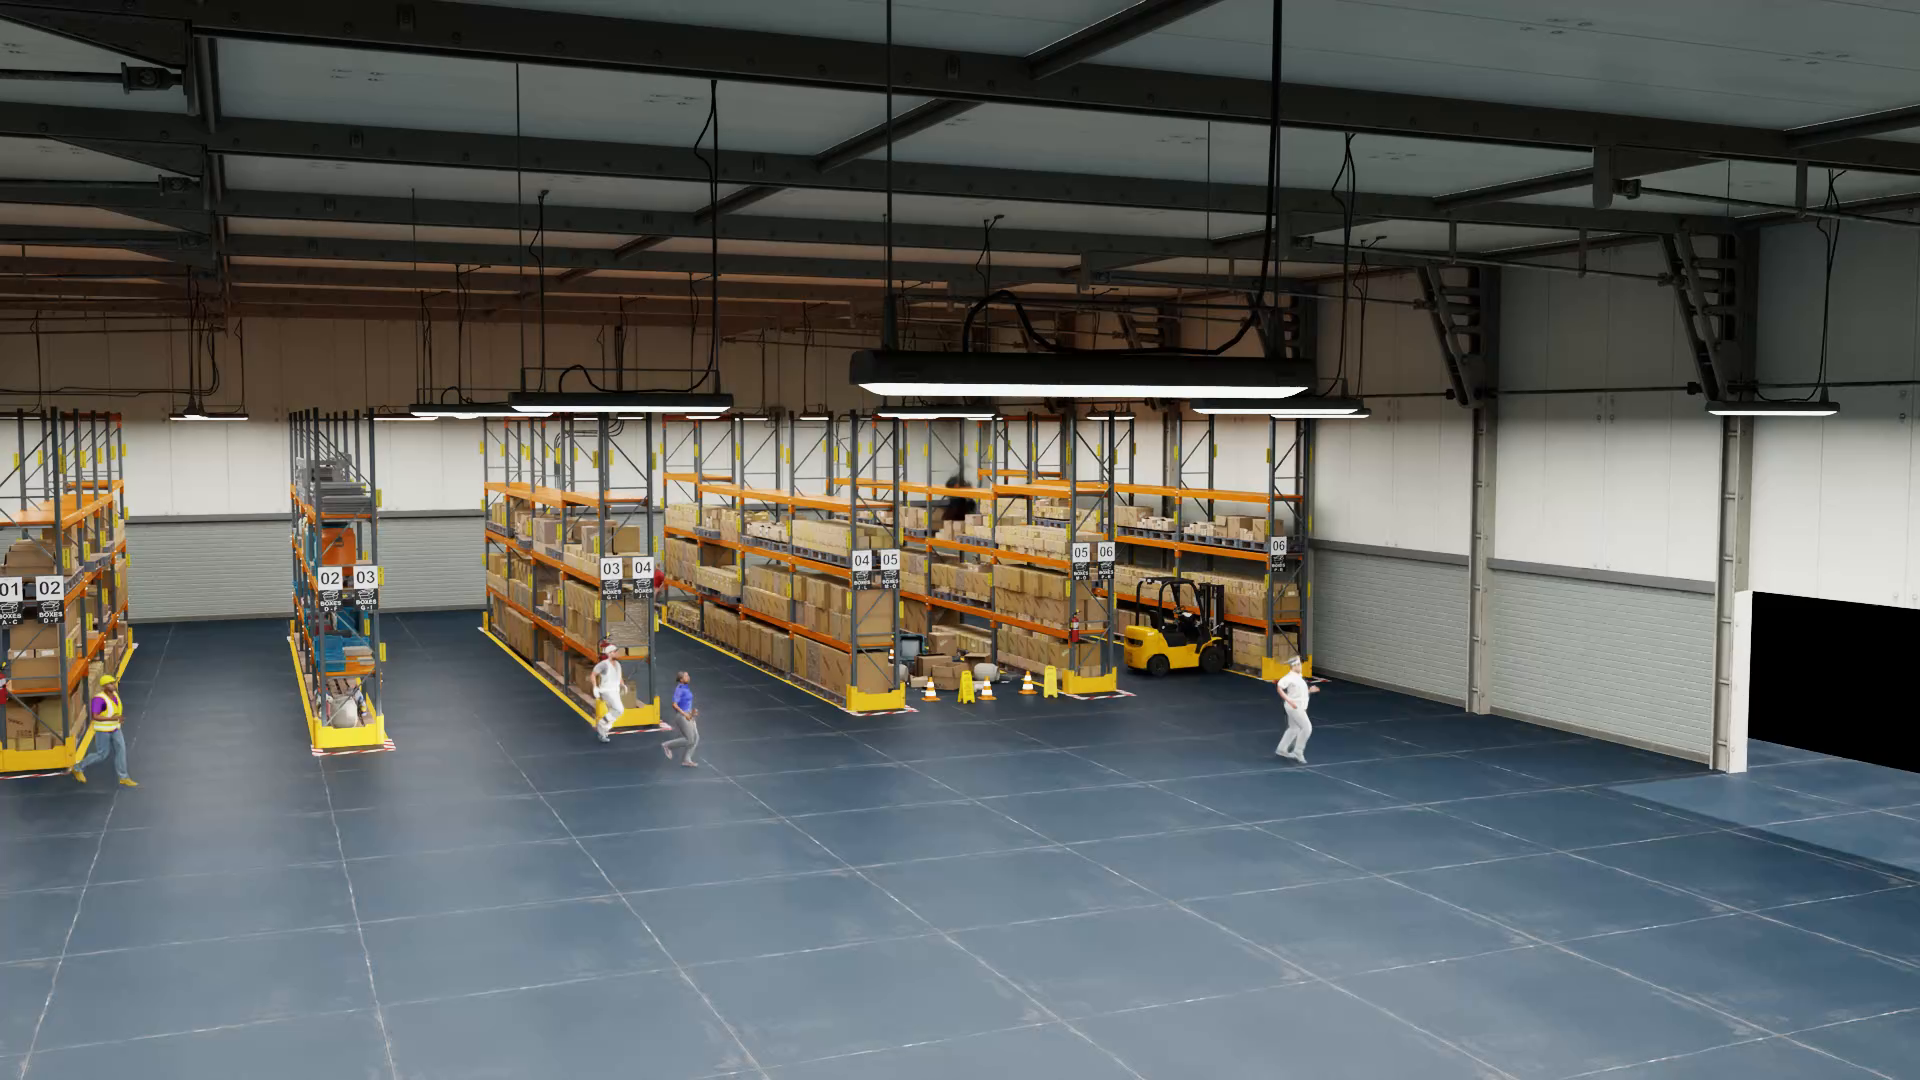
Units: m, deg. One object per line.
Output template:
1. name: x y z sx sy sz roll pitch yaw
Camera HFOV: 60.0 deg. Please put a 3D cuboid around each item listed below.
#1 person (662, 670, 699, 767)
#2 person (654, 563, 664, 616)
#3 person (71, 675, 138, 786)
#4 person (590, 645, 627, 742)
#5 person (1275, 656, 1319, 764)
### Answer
1. person: -4.661 2.981 27.769 0.590 1.617 0.587 0 4 3
2. person: -8.904 1.494 48.684 0.552 1.667 0.709 -3 5 -37
3. person: -13.467 3.005 26.197 0.975 1.771 0.710 0 4 6
4. person: -6.260 2.761 30.004 0.569 1.713 0.712 2 4 24
5. person: 5.703 2.878 28.138 0.725 1.844 0.637 1 4 19
